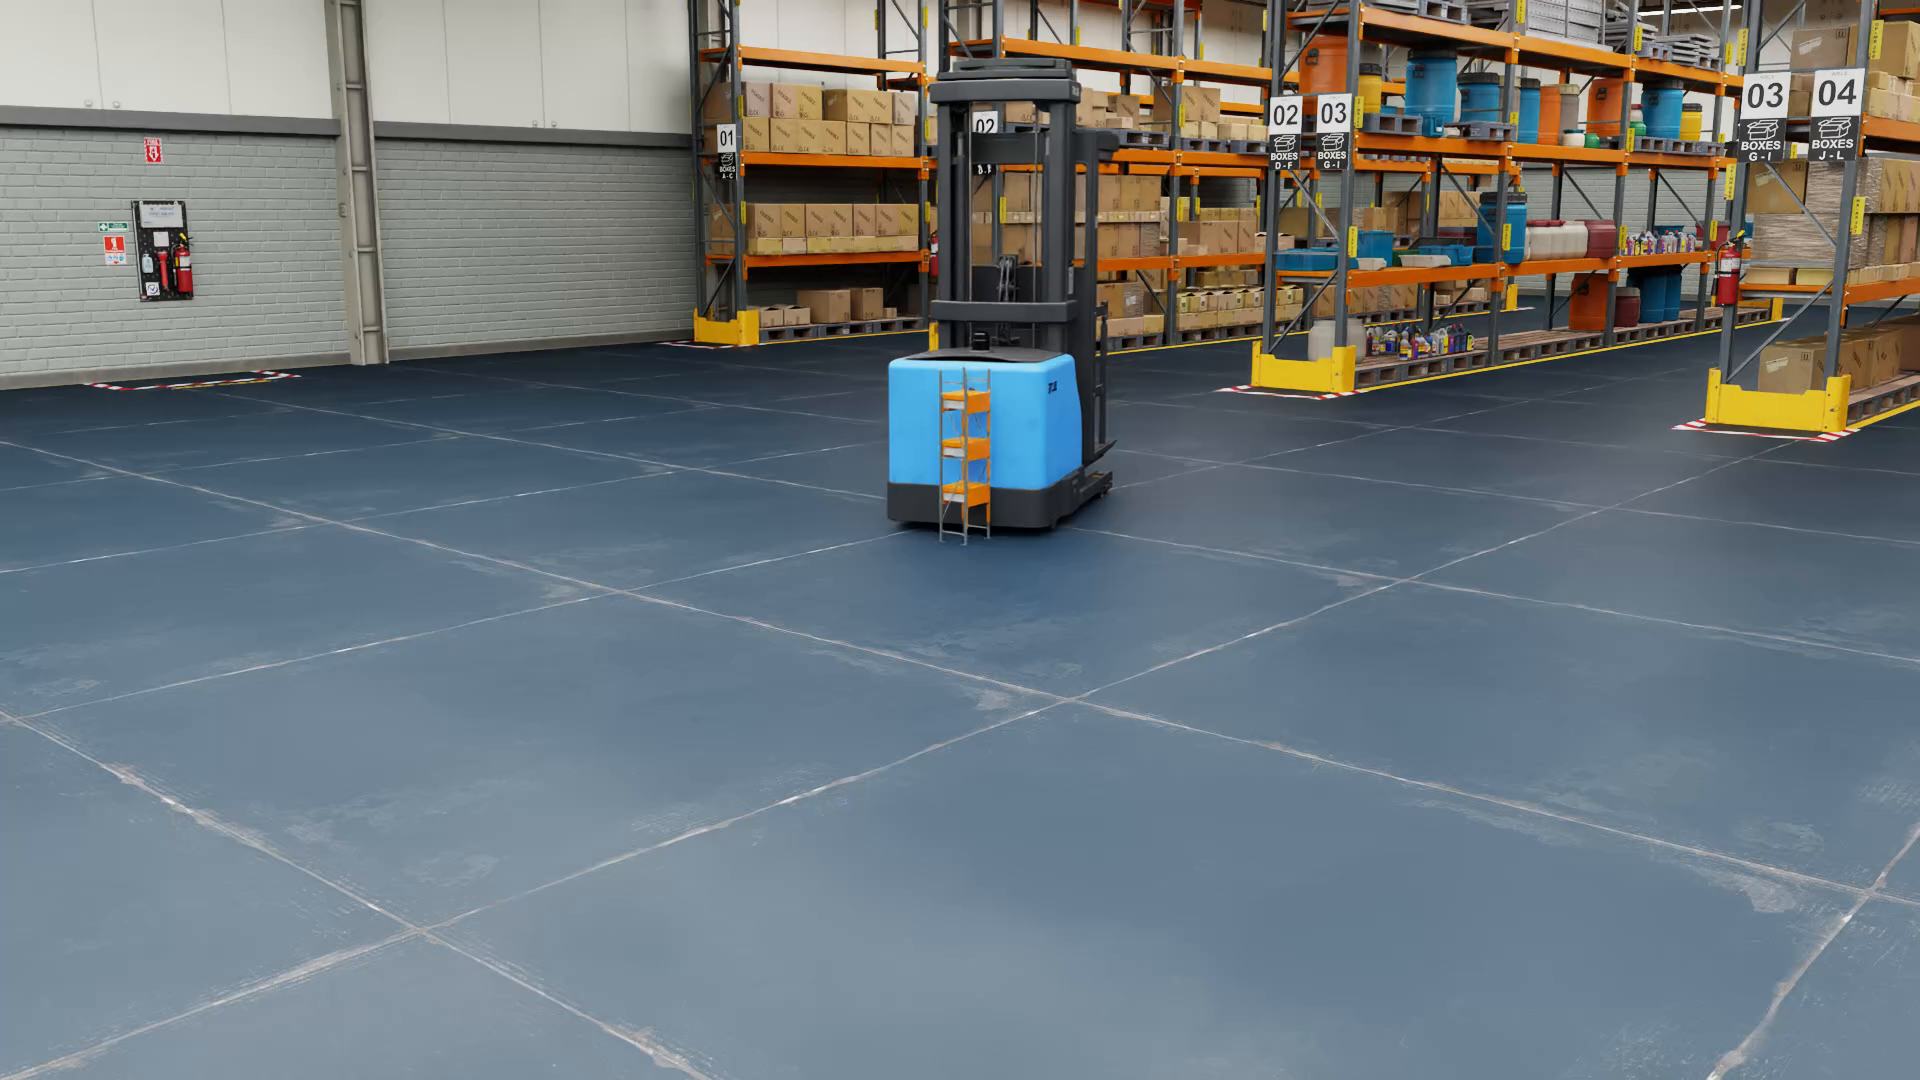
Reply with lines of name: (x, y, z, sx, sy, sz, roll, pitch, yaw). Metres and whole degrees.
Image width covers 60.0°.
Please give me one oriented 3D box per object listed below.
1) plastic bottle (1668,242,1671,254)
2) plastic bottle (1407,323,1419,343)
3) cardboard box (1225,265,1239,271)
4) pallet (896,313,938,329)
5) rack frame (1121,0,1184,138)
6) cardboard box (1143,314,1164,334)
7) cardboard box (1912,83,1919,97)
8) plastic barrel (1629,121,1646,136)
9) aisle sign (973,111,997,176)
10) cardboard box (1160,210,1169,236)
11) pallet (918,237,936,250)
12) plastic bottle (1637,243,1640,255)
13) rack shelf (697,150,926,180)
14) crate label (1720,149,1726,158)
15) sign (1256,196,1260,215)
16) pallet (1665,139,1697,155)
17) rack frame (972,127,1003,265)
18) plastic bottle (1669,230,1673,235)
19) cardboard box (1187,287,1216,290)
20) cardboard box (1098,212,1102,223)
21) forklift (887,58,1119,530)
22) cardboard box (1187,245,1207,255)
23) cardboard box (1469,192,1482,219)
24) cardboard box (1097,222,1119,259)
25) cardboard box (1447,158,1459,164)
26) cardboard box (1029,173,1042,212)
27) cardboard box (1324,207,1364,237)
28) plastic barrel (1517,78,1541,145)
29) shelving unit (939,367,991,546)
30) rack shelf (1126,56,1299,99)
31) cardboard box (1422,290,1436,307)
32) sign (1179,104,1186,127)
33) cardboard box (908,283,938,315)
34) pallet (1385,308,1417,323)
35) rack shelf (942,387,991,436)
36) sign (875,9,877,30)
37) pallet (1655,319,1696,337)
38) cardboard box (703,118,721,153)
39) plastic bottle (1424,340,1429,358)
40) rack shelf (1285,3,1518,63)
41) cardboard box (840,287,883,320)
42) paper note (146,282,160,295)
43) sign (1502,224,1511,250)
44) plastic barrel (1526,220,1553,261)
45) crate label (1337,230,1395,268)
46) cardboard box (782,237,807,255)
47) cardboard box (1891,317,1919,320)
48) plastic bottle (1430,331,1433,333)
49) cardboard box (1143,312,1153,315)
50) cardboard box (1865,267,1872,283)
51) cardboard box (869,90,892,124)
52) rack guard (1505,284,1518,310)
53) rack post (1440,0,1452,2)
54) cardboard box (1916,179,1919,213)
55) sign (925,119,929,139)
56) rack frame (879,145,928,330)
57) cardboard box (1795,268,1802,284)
plastic bottle: (11.037, -4.572, 25.950, 0.097, 0.201, 0.097, 0, 11, 0)
plastic bottle: (5.756, -2.593, 21.177, 0.144, 0.351, 0.185, 10, 15, 40)
cardboard box: (5.610, -5.717, 34.830, 0.380, 0.149, 0.250, 9, 15, 39)
pallet: (-0.437, -3.789, 28.641, 1.003, 0.211, 1.213, 10, 15, 40)
rack frame: (2.774, -7.343, 24.002, 1.000, 3.000, 0.127, 10, 15, 40)
cardboard box: (2.632, -3.163, 24.335, 0.500, 0.250, 0.500, 10, 15, 40)
cardboard box: (9.349, -4.433, 16.455, 0.380, 0.149, 0.250, 11, 16, 43)
plastic barrel: (10.005, -6.076, 24.639, 0.294, 0.245, 0.294, 0, 11, 0)
aisle sign: (0.320, -5.038, 21.142, 0.394, 0.787, 0.004, 10, 15, 40)
cardboard box: (3.887, -6.246, 32.760, 0.500, 0.500, 0.500, 10, 15, 41)
pallet: (-0.336, -5.041, 28.281, 1.003, 0.211, 1.213, 10, 15, 40)
plastic bottle: (10.152, -4.375, 24.963, 0.097, 0.201, 0.097, 0, 11, 0)
rack shelf: (-2.270, -5.865, 26.097, 1.077, 0.370, 4.000, 10, 15, 40)
crate label: (12.313, -6.314, 27.179, 0.293, 0.136, 0.466, 10, 15, 40)
sign: (5.001, -5.588, 27.775, 0.100, 0.325, 0.005, 10, 15, 40)
pallet: (10.583, -6.021, 25.520, 1.003, 0.211, 1.213, 10, 15, 40)
rack frame: (0.134, -3.813, 21.643, 1.000, 3.000, 0.127, 10, 15, 40)
plastic bottle: (11.304, -4.754, 26.483, 0.144, 0.351, 0.185, 10, 15, 40)
cardboard box: (3.831, -3.855, 26.368, 0.500, 0.311, 0.500, 10, 15, 40)
cardboard box: (1.743, -4.475, 23.045, 0.380, 0.149, 0.250, 10, 15, 42)
forklift: (0.459, -1.747, 11.476, 1.130, 2.935, 3.031, 3, 12, 17)
cardboard box: (3.513, -4.382, 25.135, 0.380, 0.149, 0.250, 10, 15, 40)
cardboard box: (9.598, -6.378, 31.680, 0.500, 0.500, 0.500, 10, 15, 42)
cardboard box: (1.809, -4.233, 23.489, 0.700, 0.500, 0.500, 10, 15, 41)
cardboard box: (8.895, -7.088, 30.767, 0.500, 0.250, 0.500, 10, 15, 40)
cardboard box: (0.830, -4.651, 22.272, 0.700, 0.500, 0.500, 9, 15, 39)
cardboard box: (6.493, -5.462, 28.572, 0.500, 0.500, 0.700, -9, 14, -37)
plastic barrel: (7.529, -5.773, 22.516, 0.600, 0.901, 0.708, 10, 15, 40)
shelving unit: (0.029, -0.507, 10.071, 0.215, 1.050, 0.252, 8, 14, 34)
rack shelf: (4.094, -7.089, 25.585, 1.077, 0.370, 4.000, 10, 15, 40)
cardboard box: (8.495, -4.509, 30.872, 0.500, 0.311, 0.500, 10, 15, 40)
sign: (3.192, -6.093, 23.879, 0.100, 0.325, 0.005, 10, 15, 40)
cardboard box: (-0.476, -4.142, 28.548, 0.700, 0.500, 0.500, 10, 15, 42)
pallet: (7.546, -4.086, 30.132, 1.003, 0.211, 1.213, 10, 15, 40)
rack shelf: (0.029, -0.775, 10.017, 0.215, 0.259, 0.240, 8, 14, 34)
sign: (-1.370, -8.590, 27.454, 0.100, 0.325, 0.005, 10, 15, 40)
pallet: (11.233, -3.462, 27.005, 1.003, 0.211, 1.213, 10, 15, 40)
cardboard box: (-3.505, -6.077, 25.013, 0.500, 0.500, 0.500, -11, 16, -43)
plastic bottle: (5.641, -2.322, 20.198, 0.097, 0.201, 0.097, 0, 11, 0)
rack shelf: (5.172, -5.859, 19.429, 1.077, 0.370, 4.000, 10, 15, 40)
cardboard box: (-1.604, -3.873, 27.205, 0.500, 0.500, 0.500, 8, 14, 36)
paper note: (-9.567, -2.977, 19.708, 0.016, 0.148, 0.142, 10, 15, 40)
sign: (6.898, -3.823, 20.989, 0.100, 0.325, 0.005, 10, 15, 40)
plastic barrel: (7.773, -4.047, 22.470, 0.433, 0.535, 0.433, 0, 11, 0)
crate label: (4.864, -3.495, 19.961, 0.502, 0.435, 0.616, 10, 15, 40)
cardboard box: (-2.697, -4.498, 25.405, 0.500, 0.250, 0.500, 9, 15, 39)
cardboard box: (11.332, -2.348, 19.566, 0.700, 0.500, 0.500, 8, 14, 36)
plastic bottle: (5.850, -2.446, 20.611, 0.061, 0.283, 0.133, 10, 15, 40)
cardboard box: (2.830, -3.357, 25.311, 0.500, 0.250, 0.500, 10, 15, 40)
cardboard box: (8.445, -2.528, 15.852, 0.380, 0.149, 0.250, 10, 15, 40)
cardboard box: (-1.432, -6.870, 26.433, 0.500, 0.500, 0.500, 11, 16, 43)
rack guard: (10.645, -4.930, 33.618, 1.175, 0.500, 0.348, 10, 15, 40)
rack post: (5.108, -6.366, 19.301, 0.937, 0.300, 0.954, 9, 15, 39)
cardboard box: (9.463, -3.556, 16.791, 0.500, 0.500, 0.500, 10, 15, 40)
sign: (-0.537, -6.697, 27.103, 0.100, 0.325, 0.005, 10, 15, 40)
rack frame: (-0.949, -5.041, 27.793, 1.000, 3.000, 0.127, 10, 15, 40)
cardboard box: (7.771, -2.514, 15.780, 0.380, 0.149, 0.250, 10, 15, 40)
